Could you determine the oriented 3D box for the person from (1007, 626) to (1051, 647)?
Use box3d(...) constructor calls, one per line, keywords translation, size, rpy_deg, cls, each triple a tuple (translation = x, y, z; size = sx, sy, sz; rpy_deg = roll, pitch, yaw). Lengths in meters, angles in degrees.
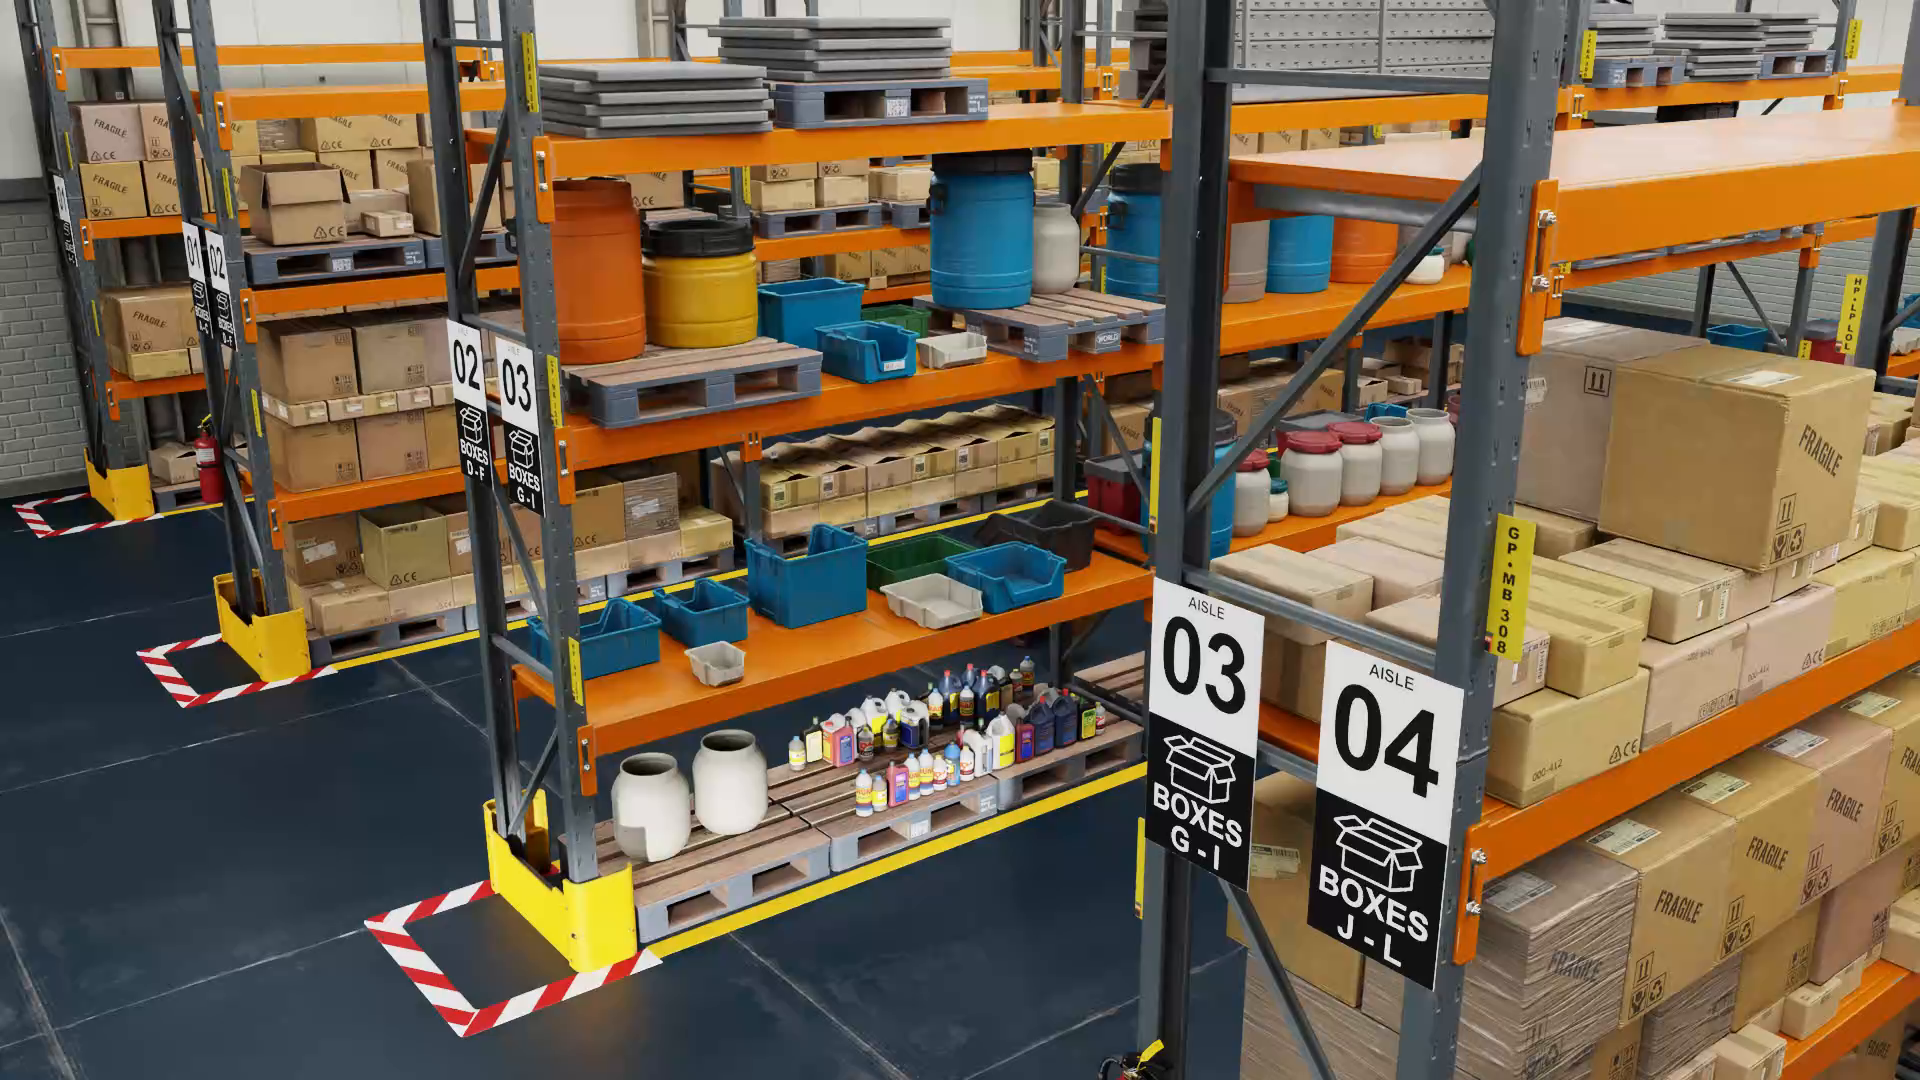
box3d(translation=(0.633, 0.353, 12.660), size=(0.505, 0.943, 0.834), rpy_deg=(-14, 23, -37), cls="person")
